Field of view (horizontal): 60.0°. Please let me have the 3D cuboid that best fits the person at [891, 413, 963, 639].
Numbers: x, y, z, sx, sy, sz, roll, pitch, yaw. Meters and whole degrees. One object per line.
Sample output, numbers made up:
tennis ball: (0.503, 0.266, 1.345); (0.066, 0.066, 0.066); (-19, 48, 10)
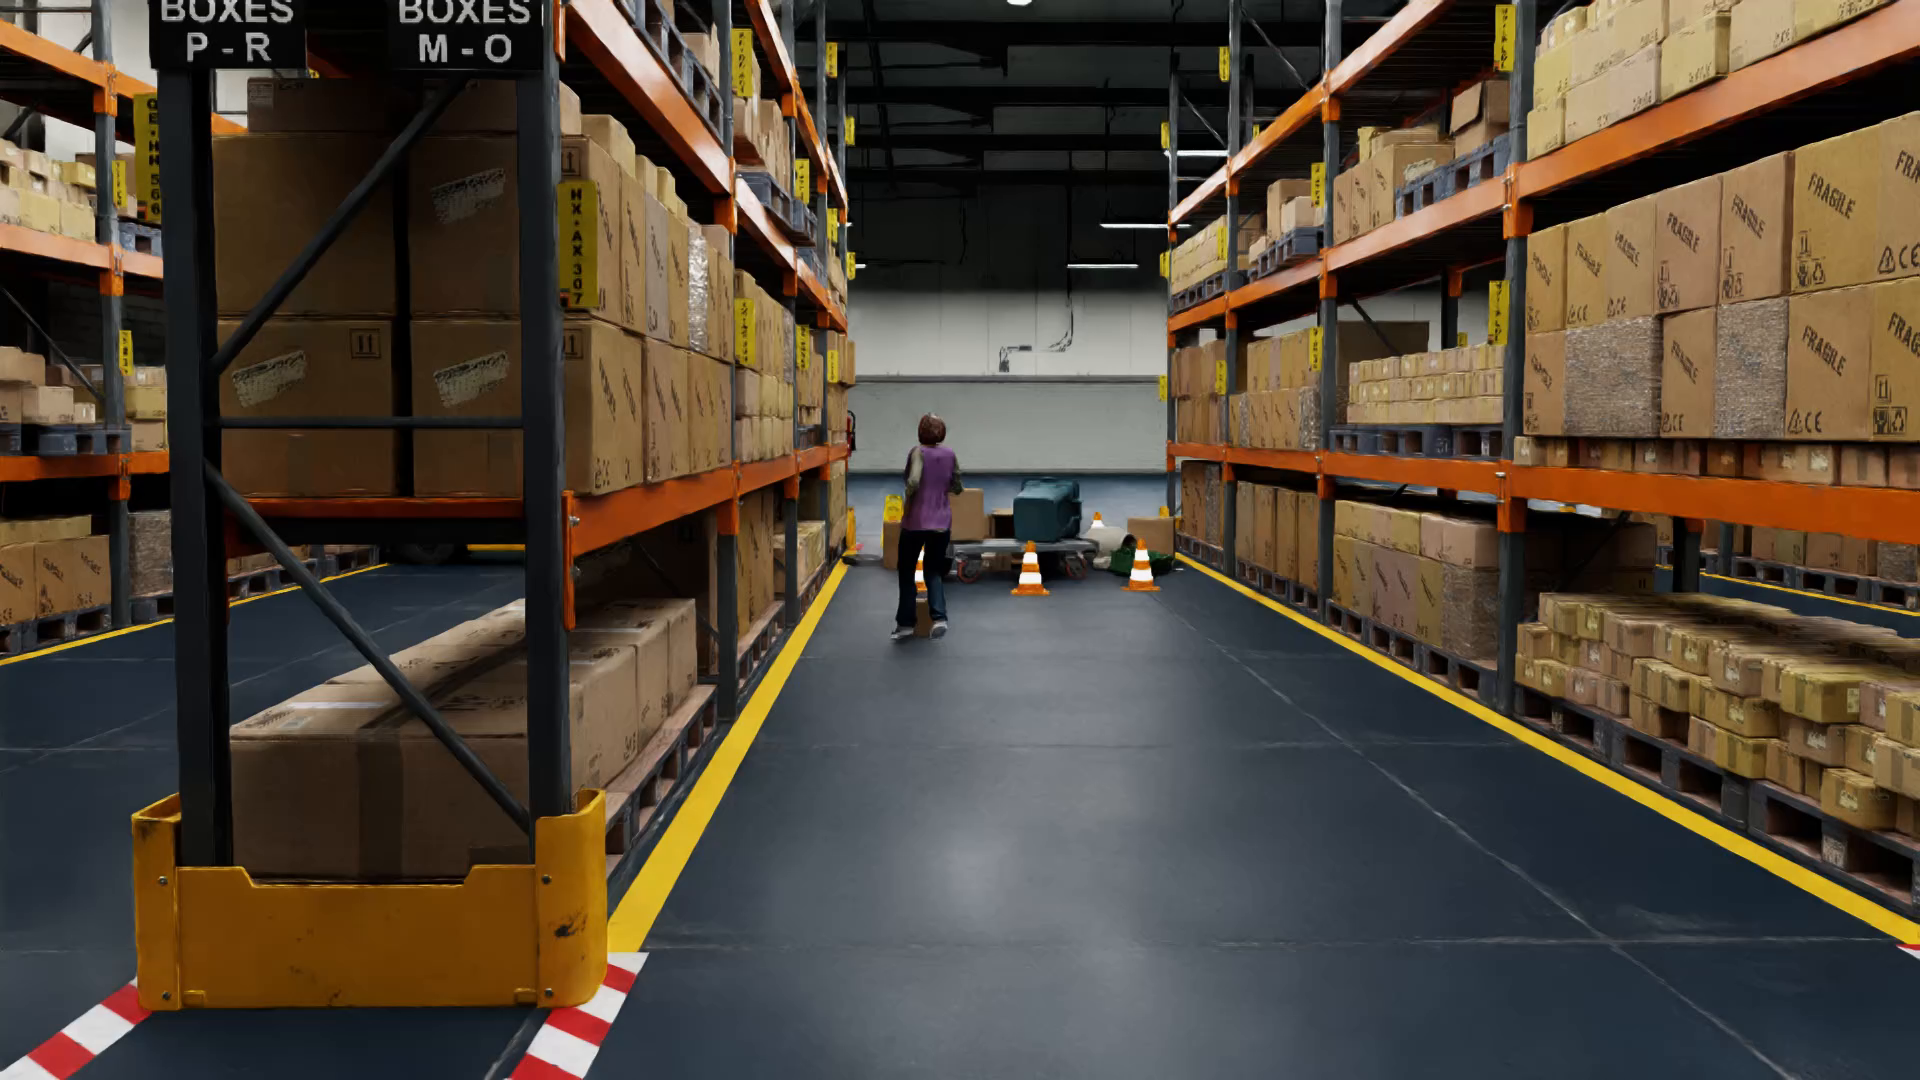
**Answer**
person: (-0.247, -0.081, 11.405); (0.515, 1.577, 0.736); (-2, 4, -23)
